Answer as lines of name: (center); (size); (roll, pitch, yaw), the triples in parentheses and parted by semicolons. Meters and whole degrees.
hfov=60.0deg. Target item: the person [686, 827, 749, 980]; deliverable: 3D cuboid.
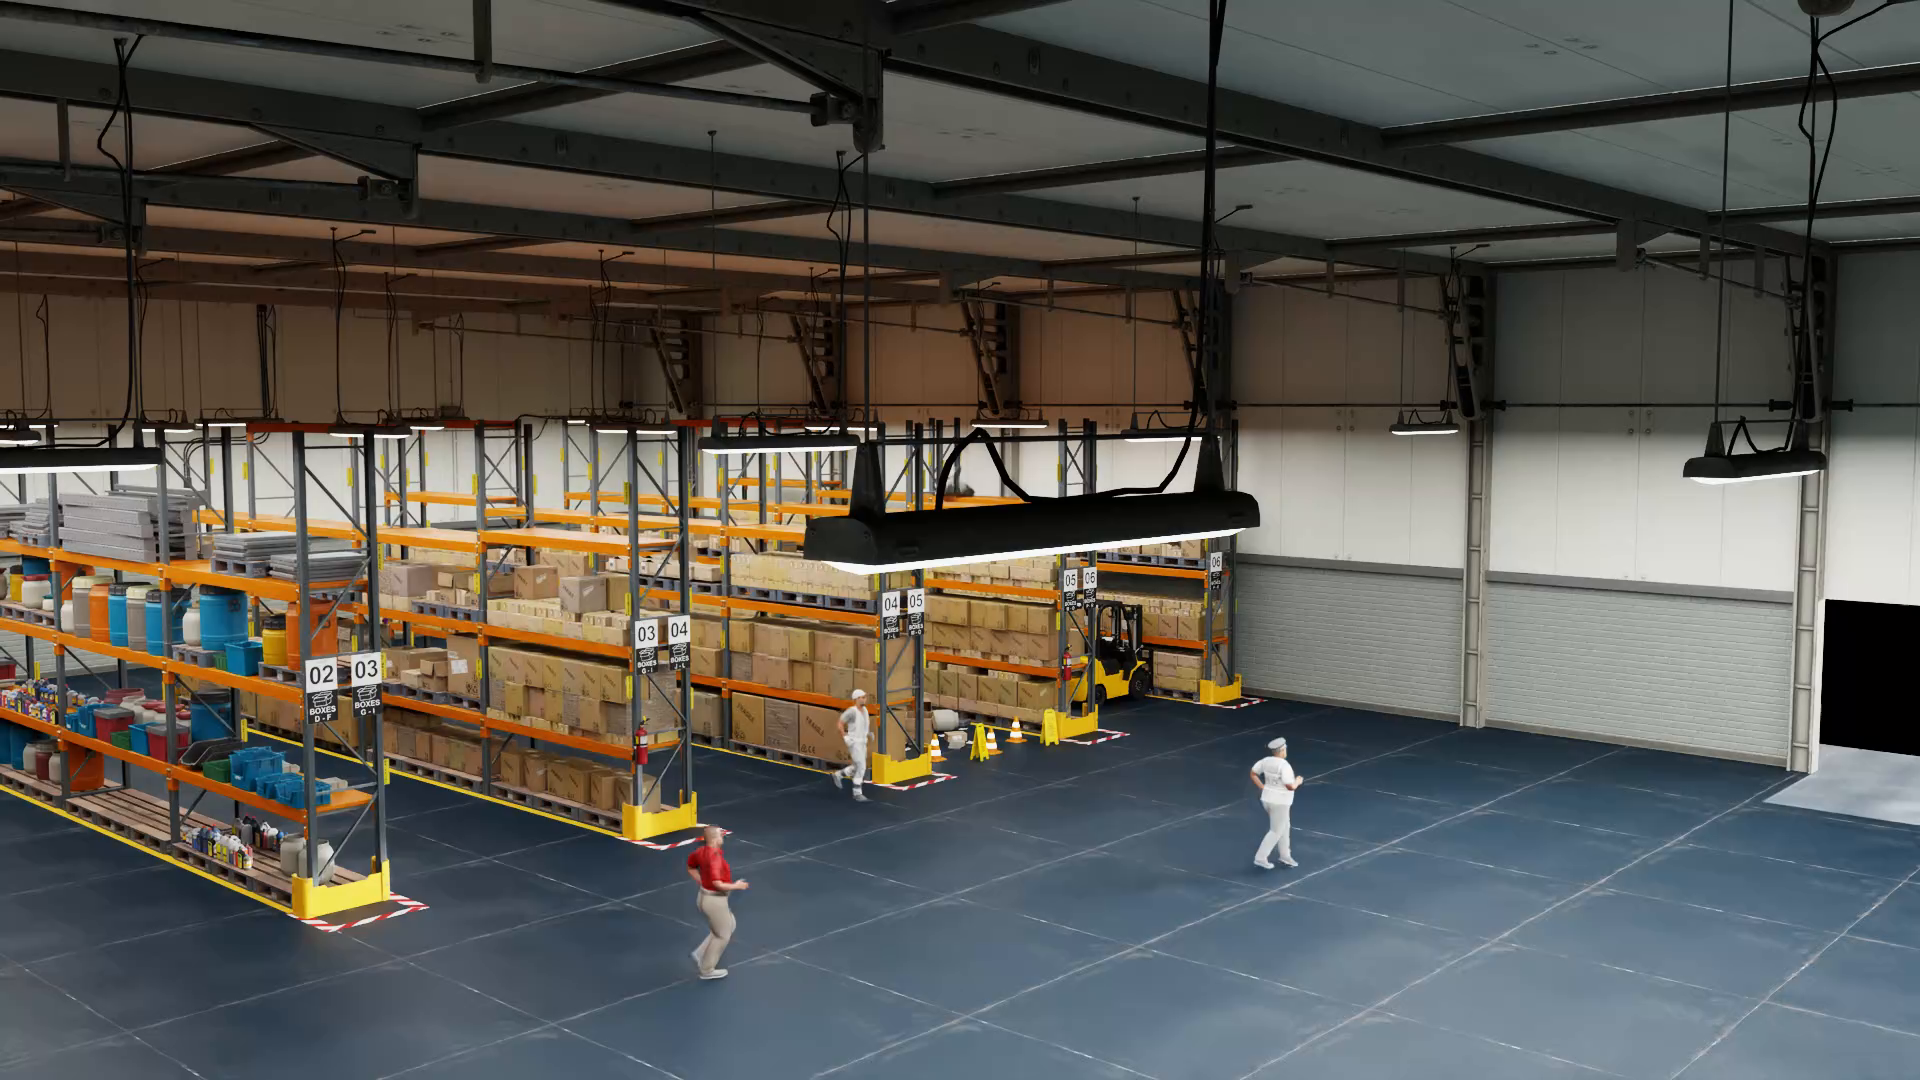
person: (-2.658, 3.985, 18.366); (0.585, 1.683, 0.672); (-2, 5, -28)

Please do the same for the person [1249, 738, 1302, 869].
person: (4.301, 3.590, 22.549); (0.810, 1.823, 0.656); (-2, 5, -23)

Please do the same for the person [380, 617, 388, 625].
person: (-13.744, 2.255, 39.624); (0.631, 1.695, 0.738); (-4, 6, -39)

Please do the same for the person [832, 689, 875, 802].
person: (-1.705, 3.286, 26.831); (0.788, 1.758, 0.703); (3, 5, 32)
